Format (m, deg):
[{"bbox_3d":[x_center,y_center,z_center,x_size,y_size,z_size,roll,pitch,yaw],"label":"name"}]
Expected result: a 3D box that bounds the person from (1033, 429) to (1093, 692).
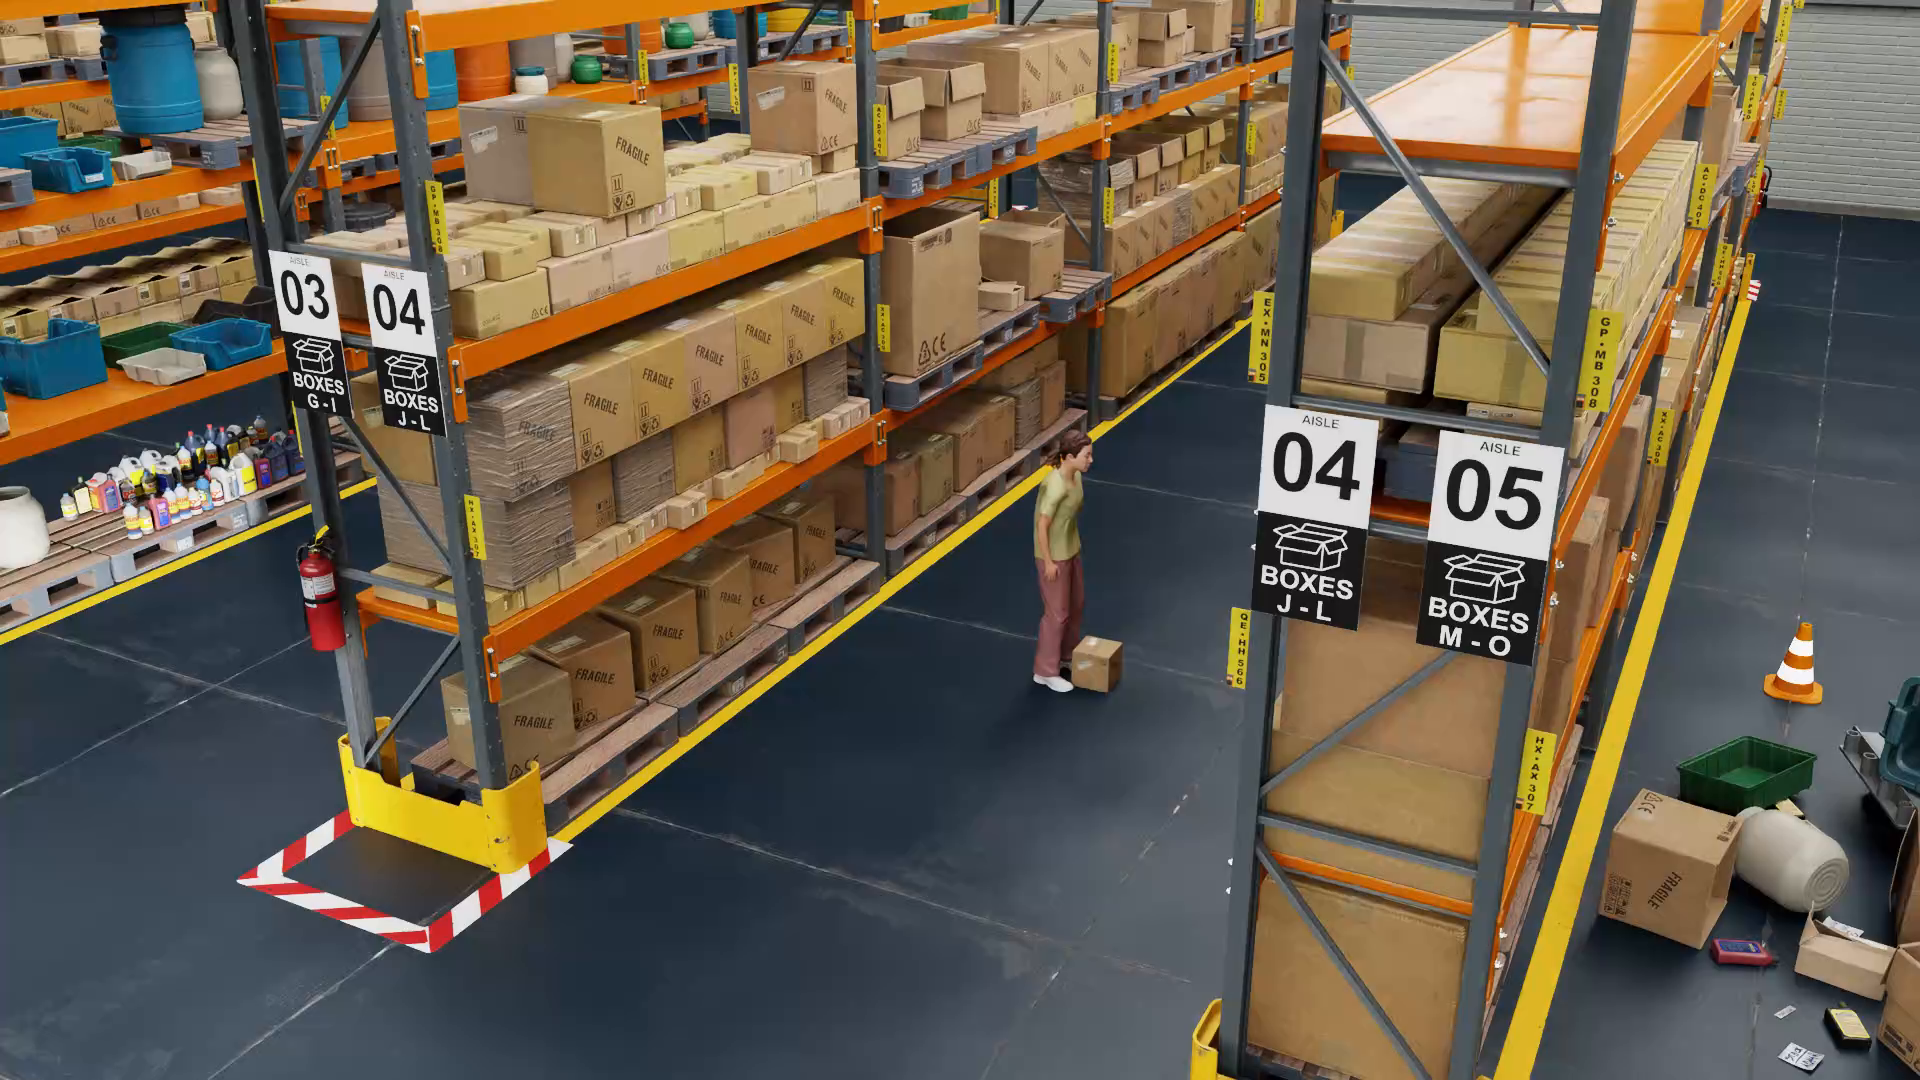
[{"bbox_3d":[0.654,0.101,10.496,0.365,1.671,0.505,10,25,22],"label":"person"}]
